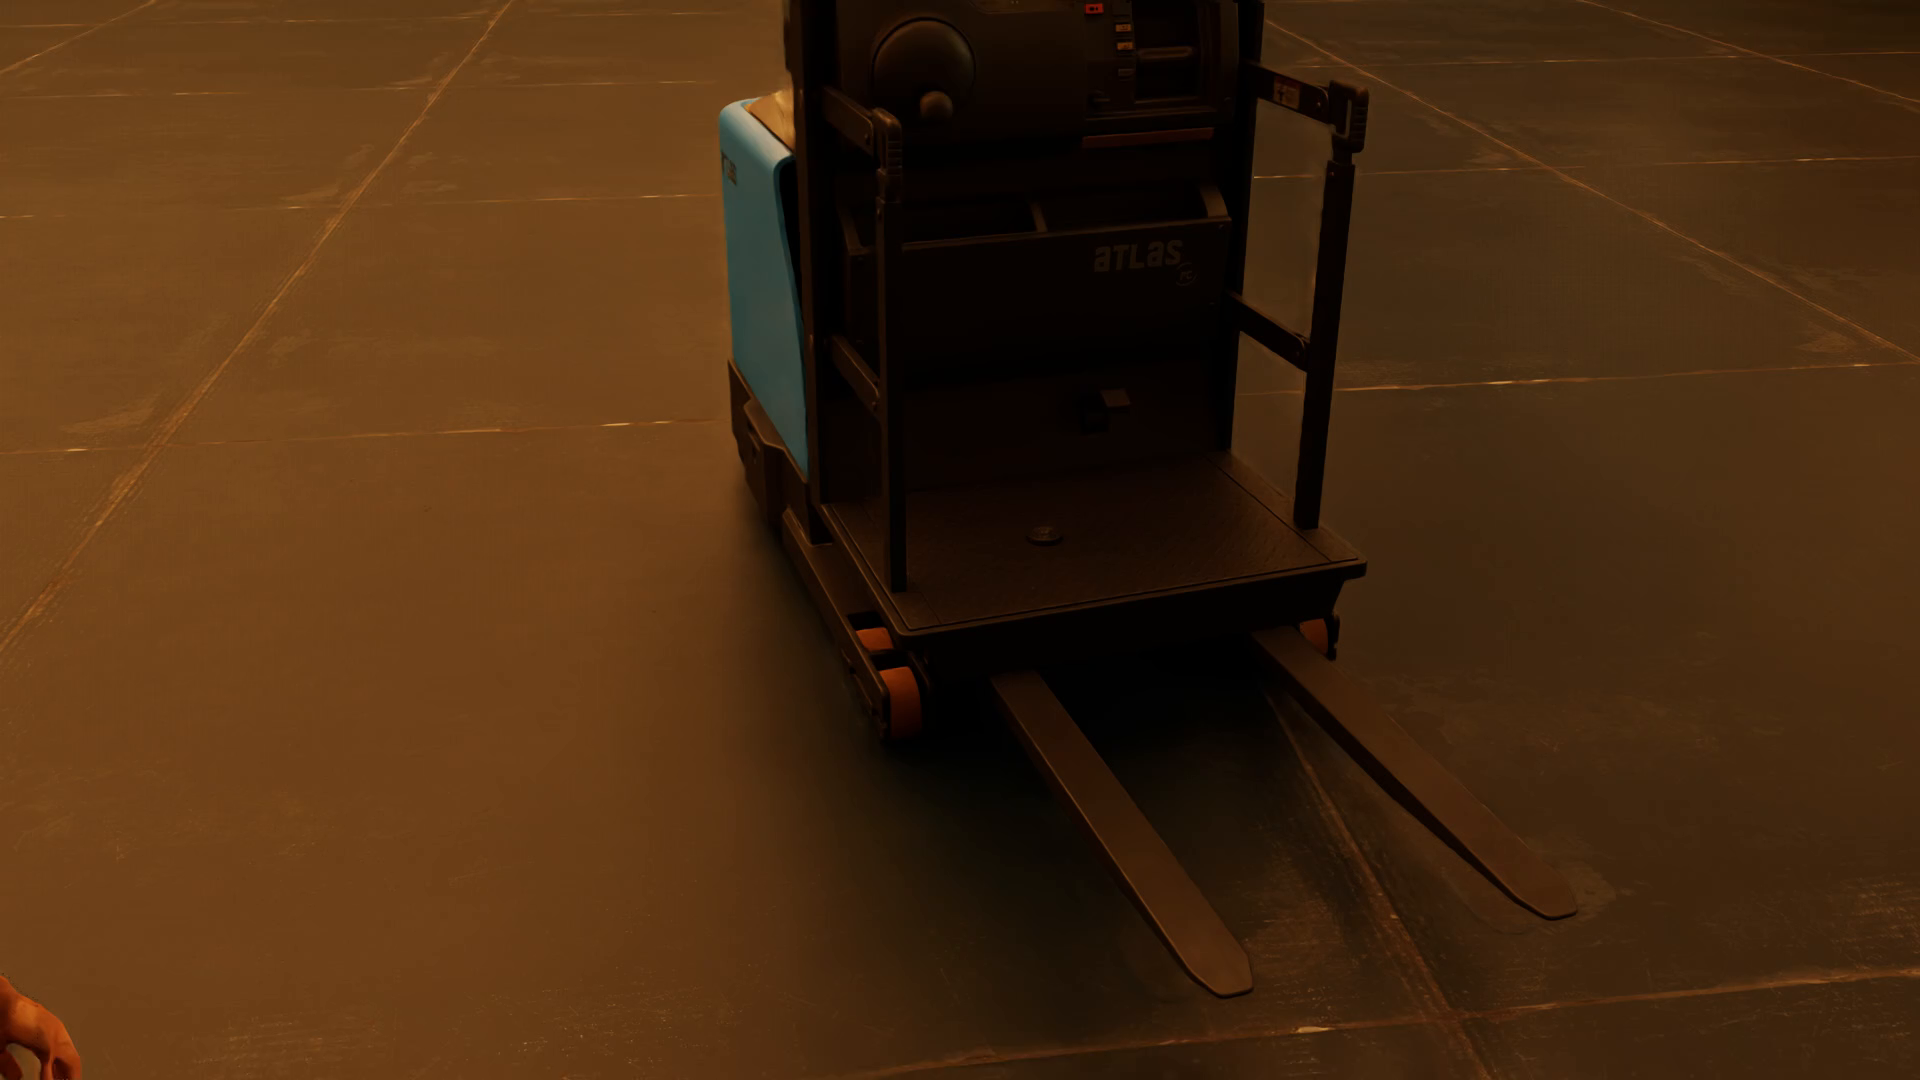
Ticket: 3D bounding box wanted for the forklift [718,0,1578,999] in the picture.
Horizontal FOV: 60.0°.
[{"bbox_3d":[0.245,-1.072,3.454,1.130,2.935,3.031,-8,27,-17],"label":"forklift"}]
